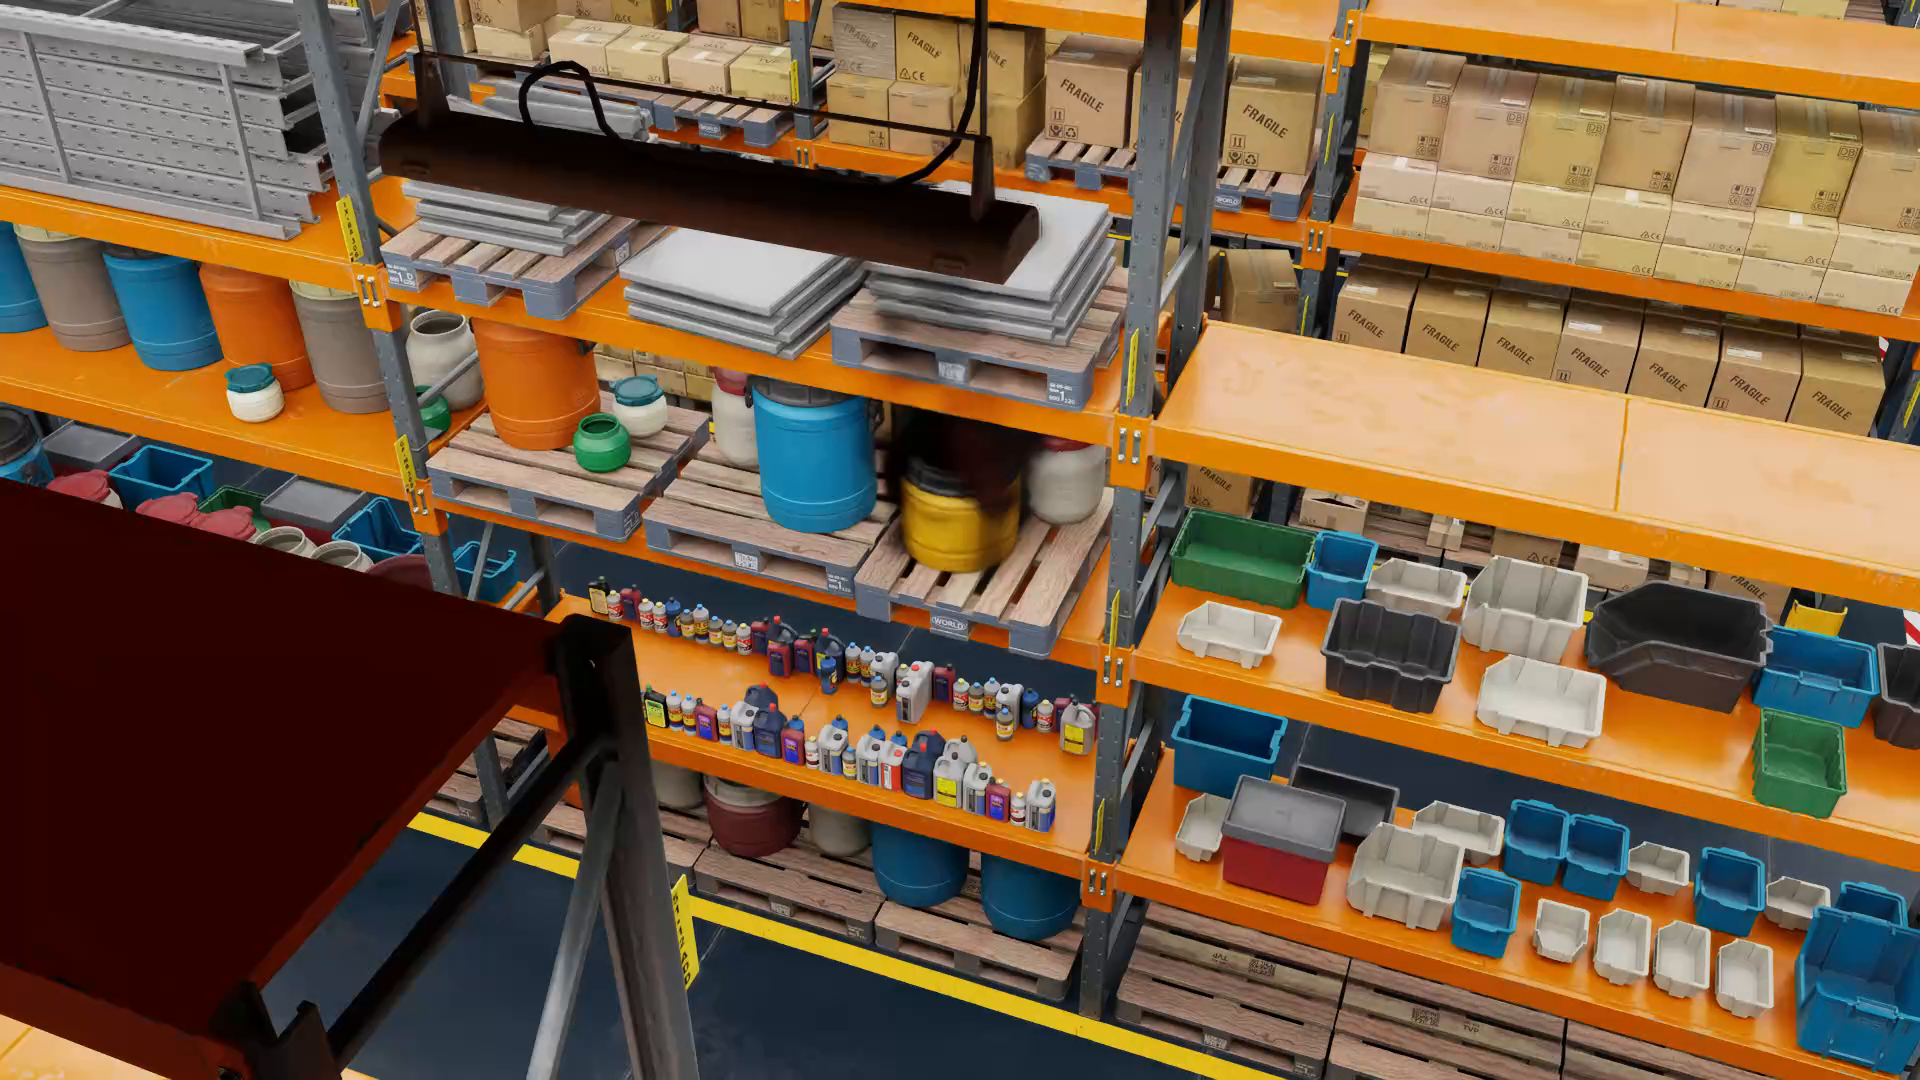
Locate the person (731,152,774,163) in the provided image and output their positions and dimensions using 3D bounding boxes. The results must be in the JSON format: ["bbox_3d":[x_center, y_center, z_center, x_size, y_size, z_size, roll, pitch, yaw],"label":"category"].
[{"bbox_3d":[-2.058,-3.422,16.551,0.658,1.779,0.640,9,37,12],"label":"person"}]
